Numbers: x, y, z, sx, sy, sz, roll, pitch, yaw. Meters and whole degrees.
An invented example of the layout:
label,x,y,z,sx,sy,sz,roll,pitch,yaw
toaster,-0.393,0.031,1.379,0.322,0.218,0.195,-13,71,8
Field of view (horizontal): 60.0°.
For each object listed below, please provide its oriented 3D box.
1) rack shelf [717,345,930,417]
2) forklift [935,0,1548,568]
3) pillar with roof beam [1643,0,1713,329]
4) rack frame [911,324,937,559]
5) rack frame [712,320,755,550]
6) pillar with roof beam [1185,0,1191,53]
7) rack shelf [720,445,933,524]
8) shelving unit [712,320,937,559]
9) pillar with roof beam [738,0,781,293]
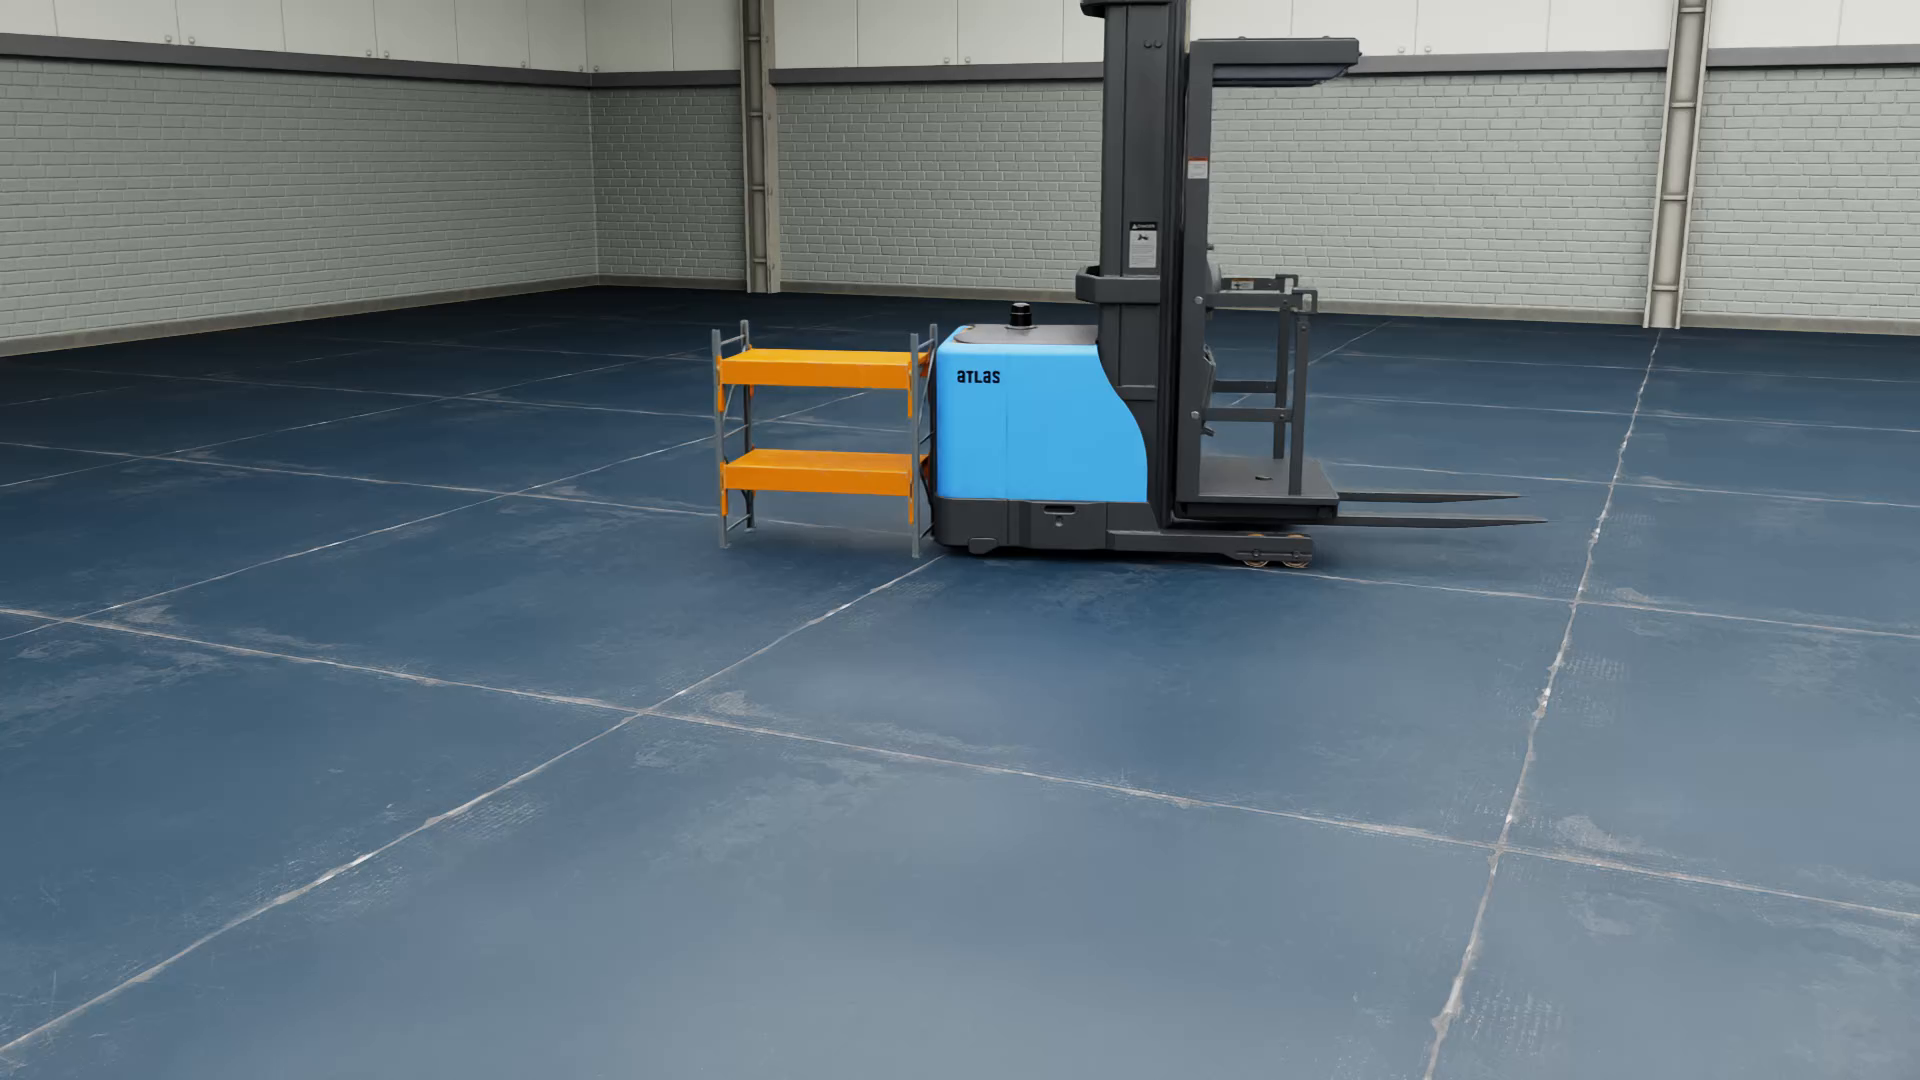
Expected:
label,x,y,z,sx,sy,sz,roll,pitch,yaw
rack shelf,-0.678,-0.818,8.498,1.000,0.278,0.538,3,13,11
forklift,1.423,-1.416,8.372,3.031,2.935,1.130,1,13,6
pillar with roof beam,6.397,-5.954,14.432,0.400,9.000,9.100,6,14,23
rack frame,-0.179,-0.511,8.471,0.032,1.125,0.500,3,13,11
rack frame,-1.177,-0.555,8.660,0.032,1.125,0.500,3,13,11
pillar with roof beam,0.911,-6.510,16.798,0.400,9.000,9.100,6,14,23
rack shelf,-0.678,-0.295,8.621,1.000,0.278,0.538,3,13,11
shelving unit,-0.678,-0.533,8.565,1.048,1.125,0.538,3,13,11
pillar with roof beam,-4.575,-7.065,19.164,0.400,9.000,9.100,6,14,23
